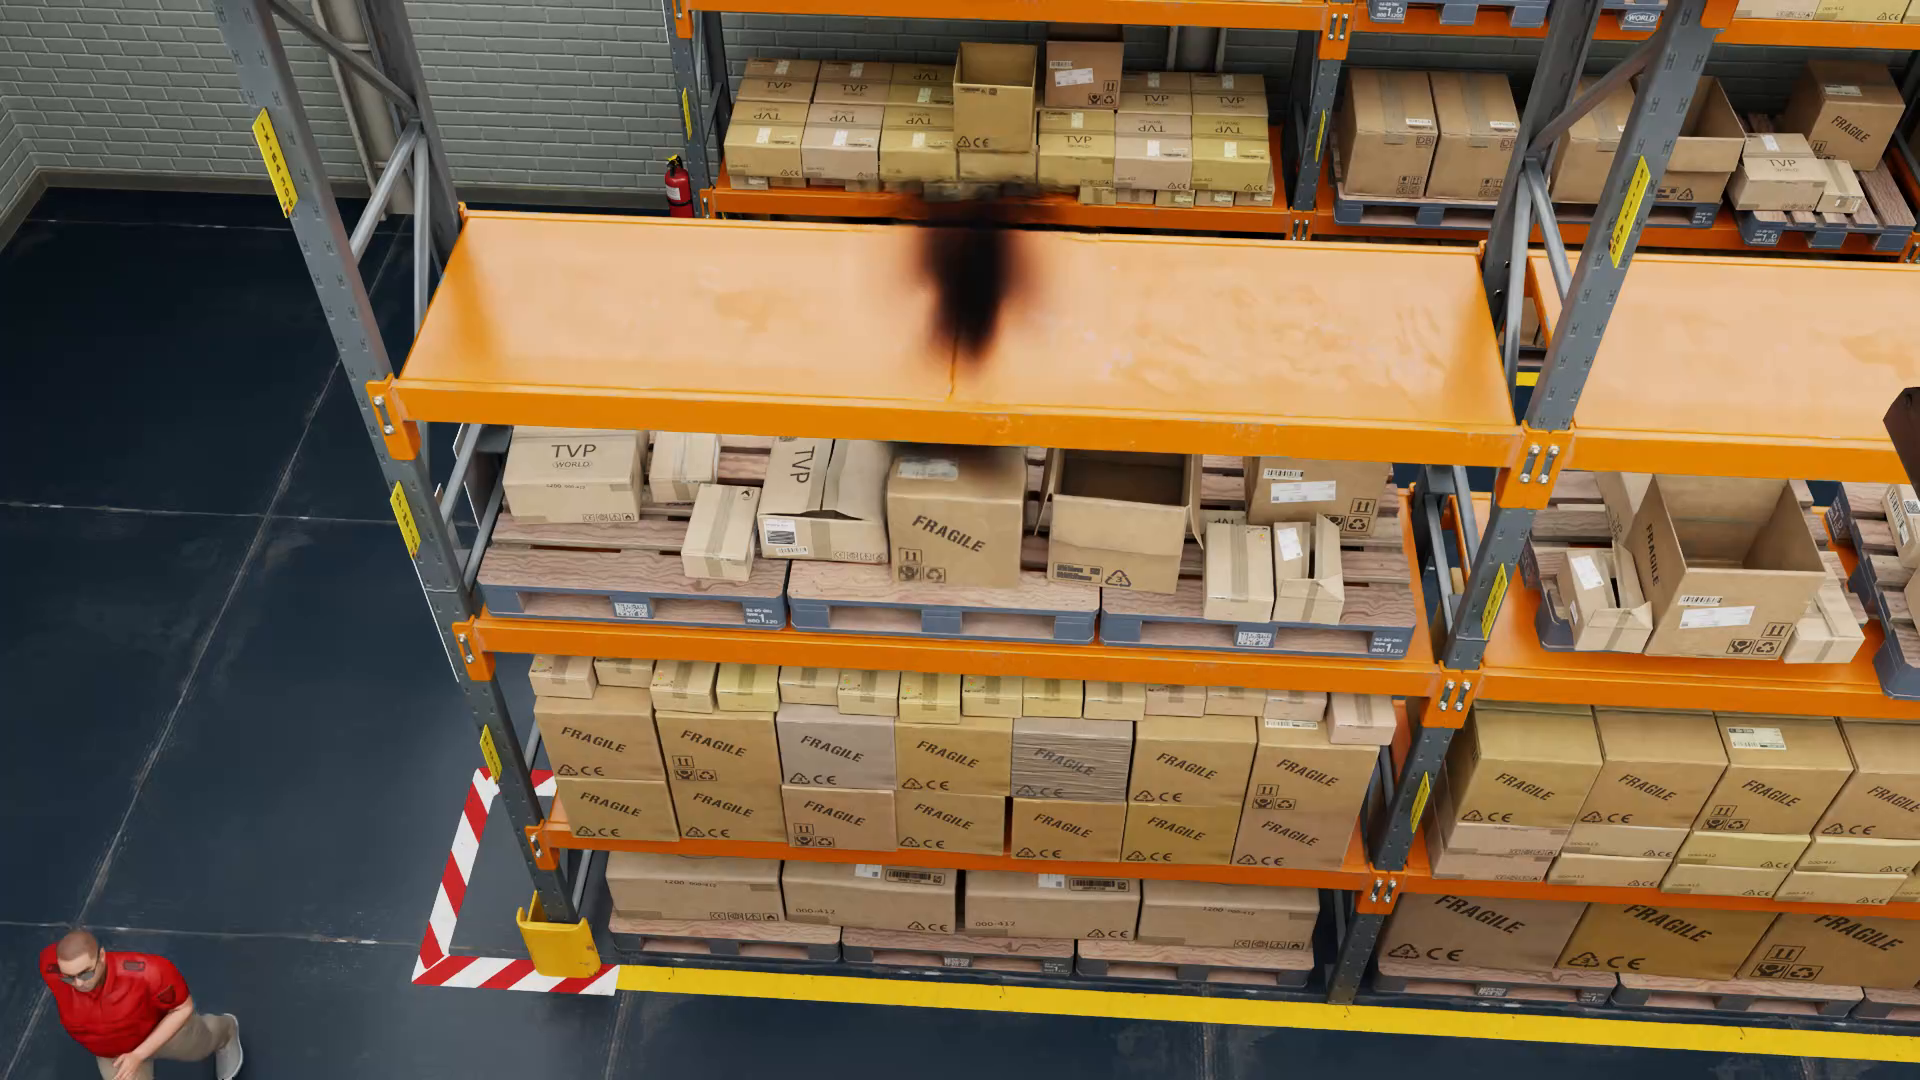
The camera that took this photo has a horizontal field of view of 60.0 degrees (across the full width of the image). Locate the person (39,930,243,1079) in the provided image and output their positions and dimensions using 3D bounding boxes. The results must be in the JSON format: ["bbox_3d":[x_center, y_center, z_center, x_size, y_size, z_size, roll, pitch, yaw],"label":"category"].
[{"bbox_3d":[-3.694,2.251,7.555,0.654,1.800,0.873,-7,48,-6],"label":"person"}]
